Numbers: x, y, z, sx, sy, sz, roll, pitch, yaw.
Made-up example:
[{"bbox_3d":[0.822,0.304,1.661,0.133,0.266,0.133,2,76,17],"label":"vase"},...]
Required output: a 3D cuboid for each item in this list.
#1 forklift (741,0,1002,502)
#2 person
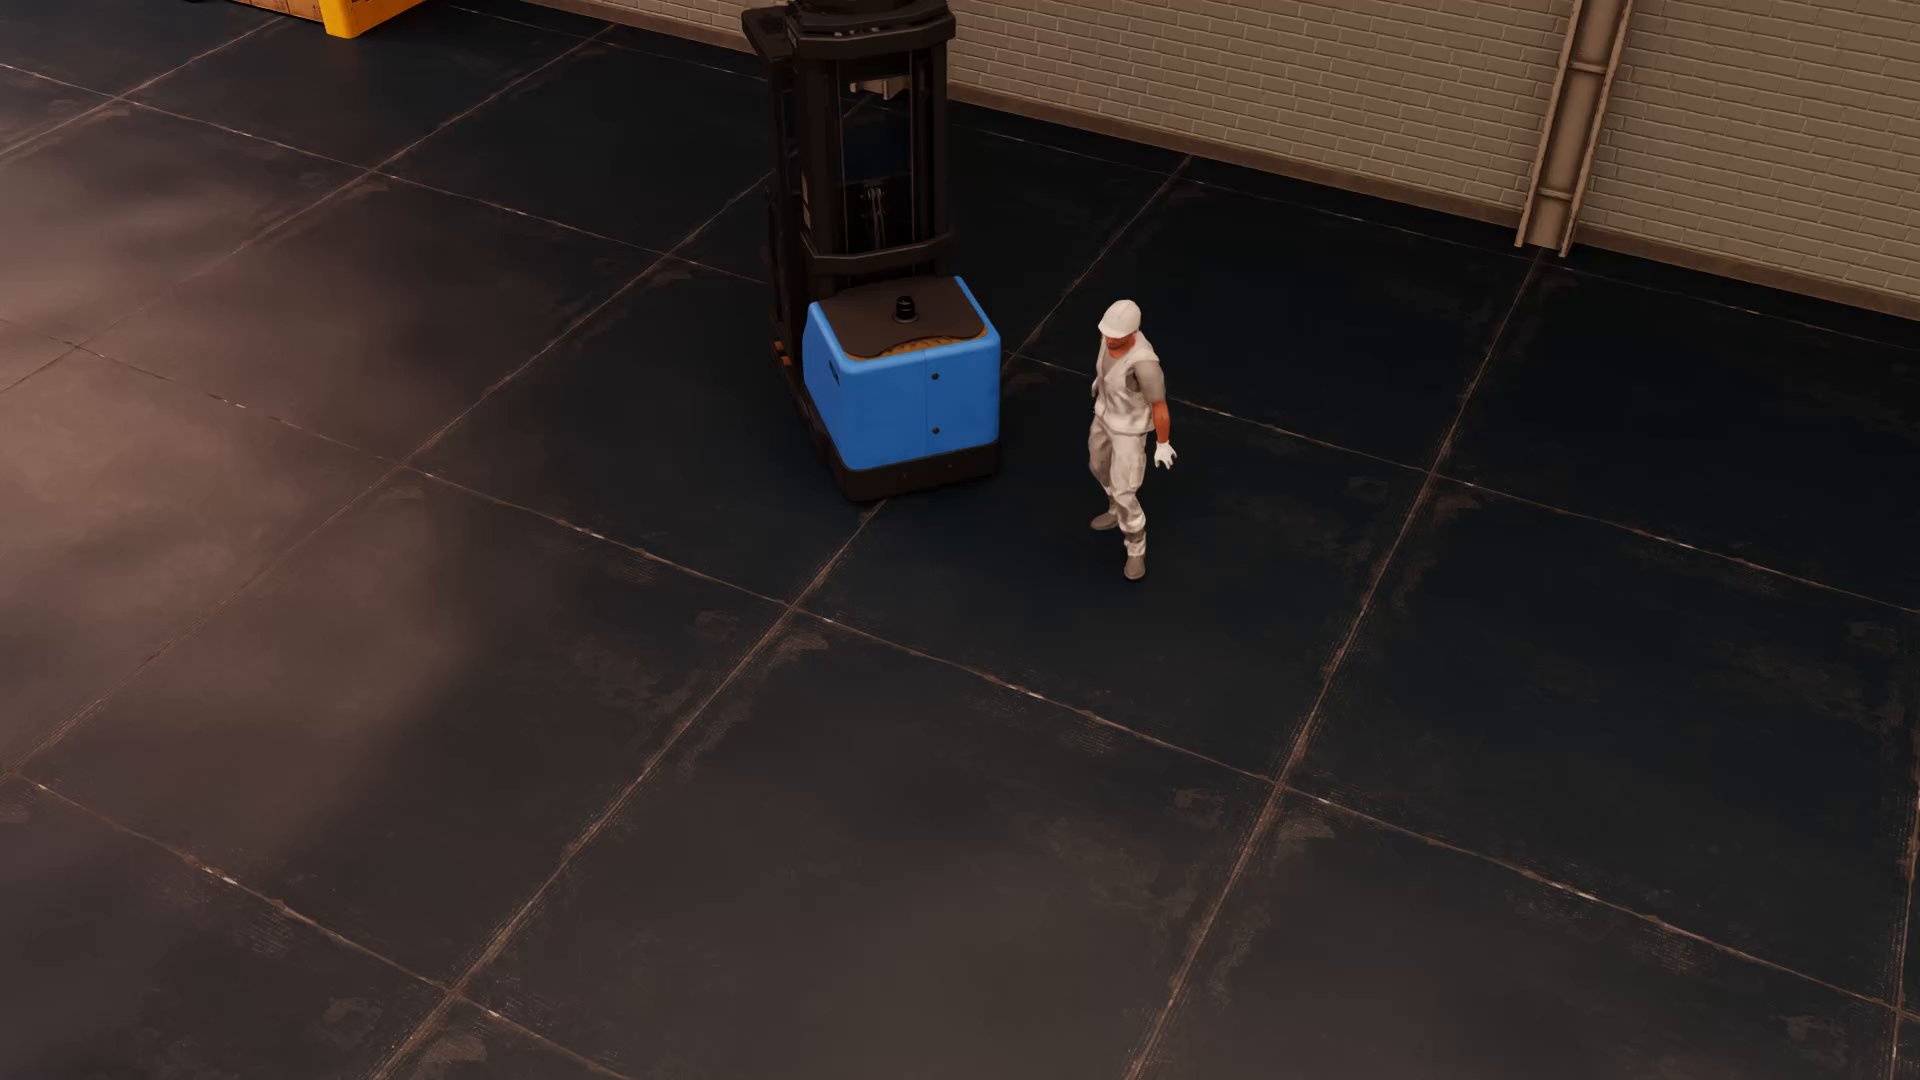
[{"bbox_3d":[-0.700,-2.319,10.740,1.130,2.935,3.031,-13,42,-15],"label":"forklift"},{"bbox_3d":[0.939,-0.680,9.729,0.454,1.749,0.879,-18,43,-20],"label":"person"}]
